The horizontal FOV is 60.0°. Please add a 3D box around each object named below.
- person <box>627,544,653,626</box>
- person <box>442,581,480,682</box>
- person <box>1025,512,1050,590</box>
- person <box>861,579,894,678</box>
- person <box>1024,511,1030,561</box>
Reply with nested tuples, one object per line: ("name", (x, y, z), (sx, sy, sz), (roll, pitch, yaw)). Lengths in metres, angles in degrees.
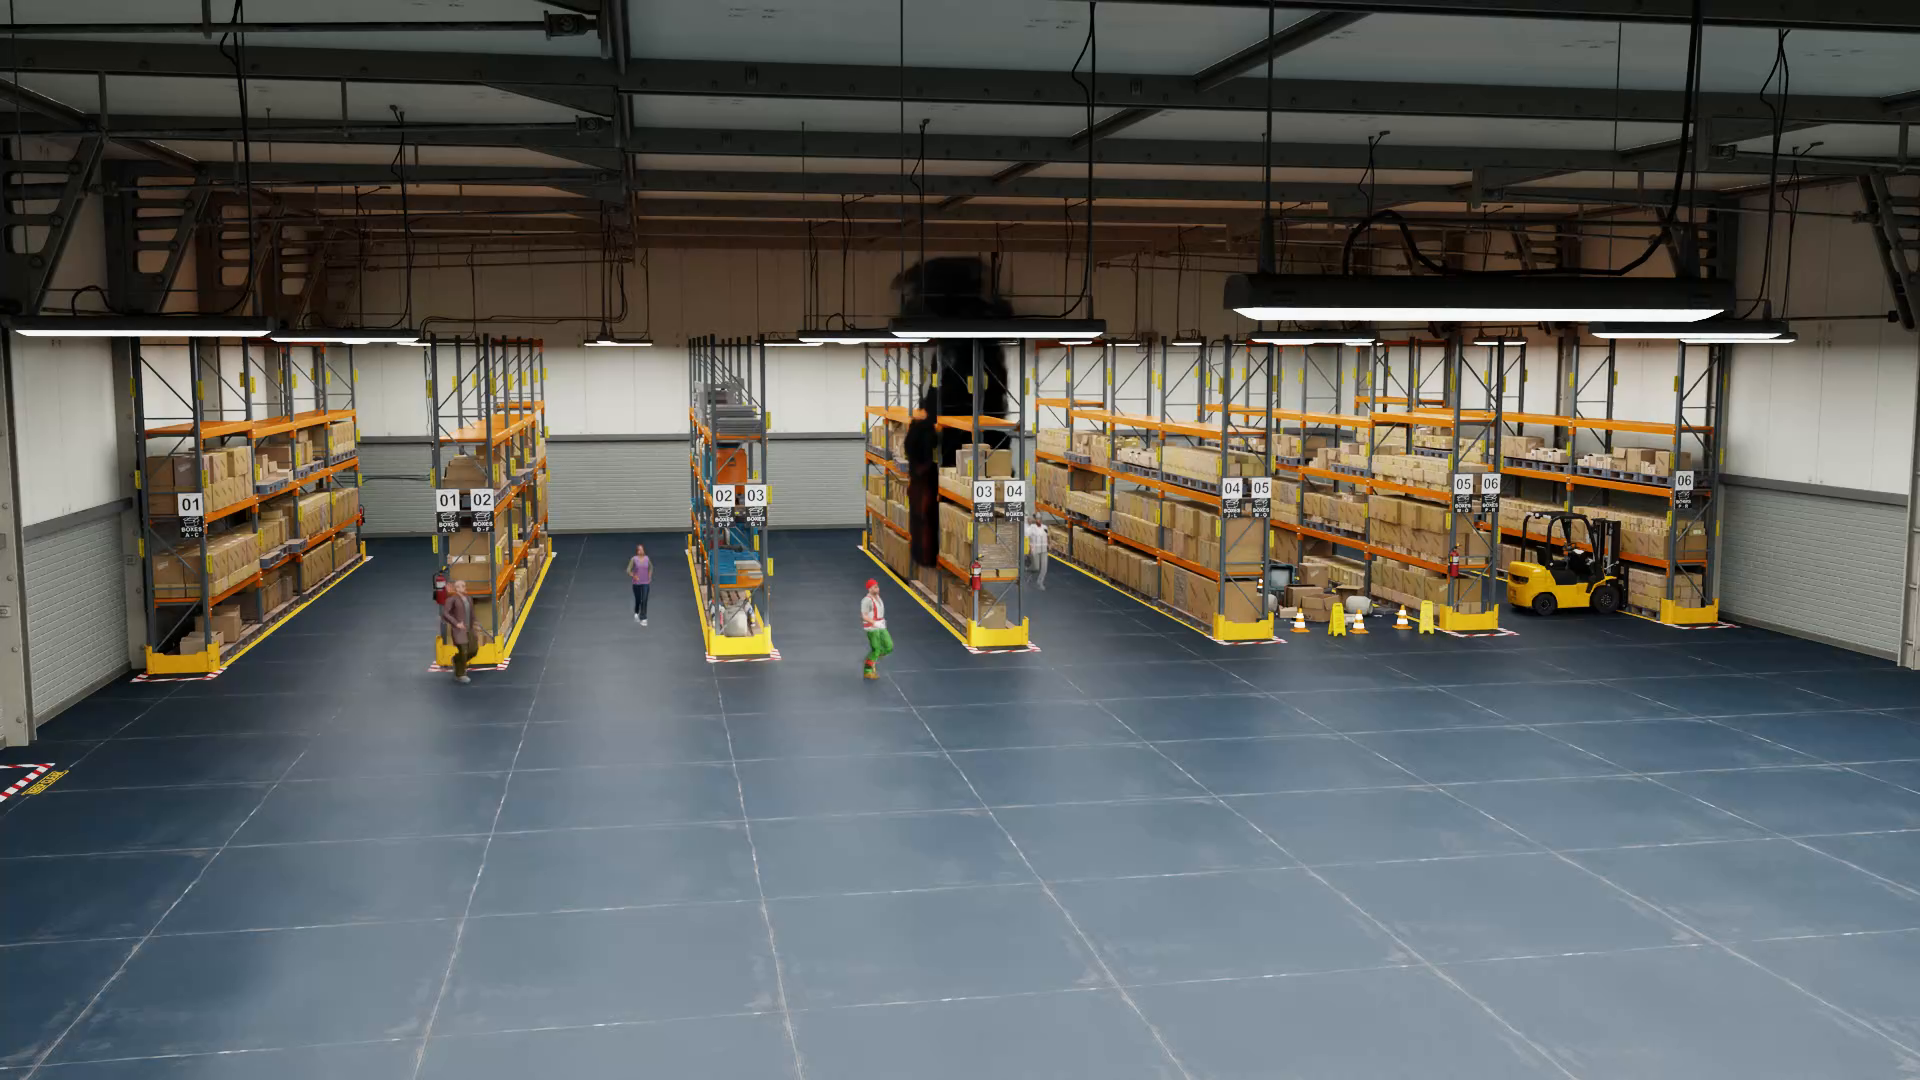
("person", (-6.292, 0.871, 32.839), (0.550, 1.574, 0.736), (-3, 7, -23))
("person", (-8.639, 1.674, 28.857), (0.580, 1.557, 0.772), (4, 7, 29))
("person", (1.766, 0.233, 37.867), (0.672, 1.754, 0.679), (-3, 7, -23))
("person", (-1.445, 1.543, 28.957), (0.530, 1.742, 0.670), (3, 7, 25))
("person", (1.673, -0.232, 44.887), (0.591, 1.638, 0.569), (-1, 7, -12))
